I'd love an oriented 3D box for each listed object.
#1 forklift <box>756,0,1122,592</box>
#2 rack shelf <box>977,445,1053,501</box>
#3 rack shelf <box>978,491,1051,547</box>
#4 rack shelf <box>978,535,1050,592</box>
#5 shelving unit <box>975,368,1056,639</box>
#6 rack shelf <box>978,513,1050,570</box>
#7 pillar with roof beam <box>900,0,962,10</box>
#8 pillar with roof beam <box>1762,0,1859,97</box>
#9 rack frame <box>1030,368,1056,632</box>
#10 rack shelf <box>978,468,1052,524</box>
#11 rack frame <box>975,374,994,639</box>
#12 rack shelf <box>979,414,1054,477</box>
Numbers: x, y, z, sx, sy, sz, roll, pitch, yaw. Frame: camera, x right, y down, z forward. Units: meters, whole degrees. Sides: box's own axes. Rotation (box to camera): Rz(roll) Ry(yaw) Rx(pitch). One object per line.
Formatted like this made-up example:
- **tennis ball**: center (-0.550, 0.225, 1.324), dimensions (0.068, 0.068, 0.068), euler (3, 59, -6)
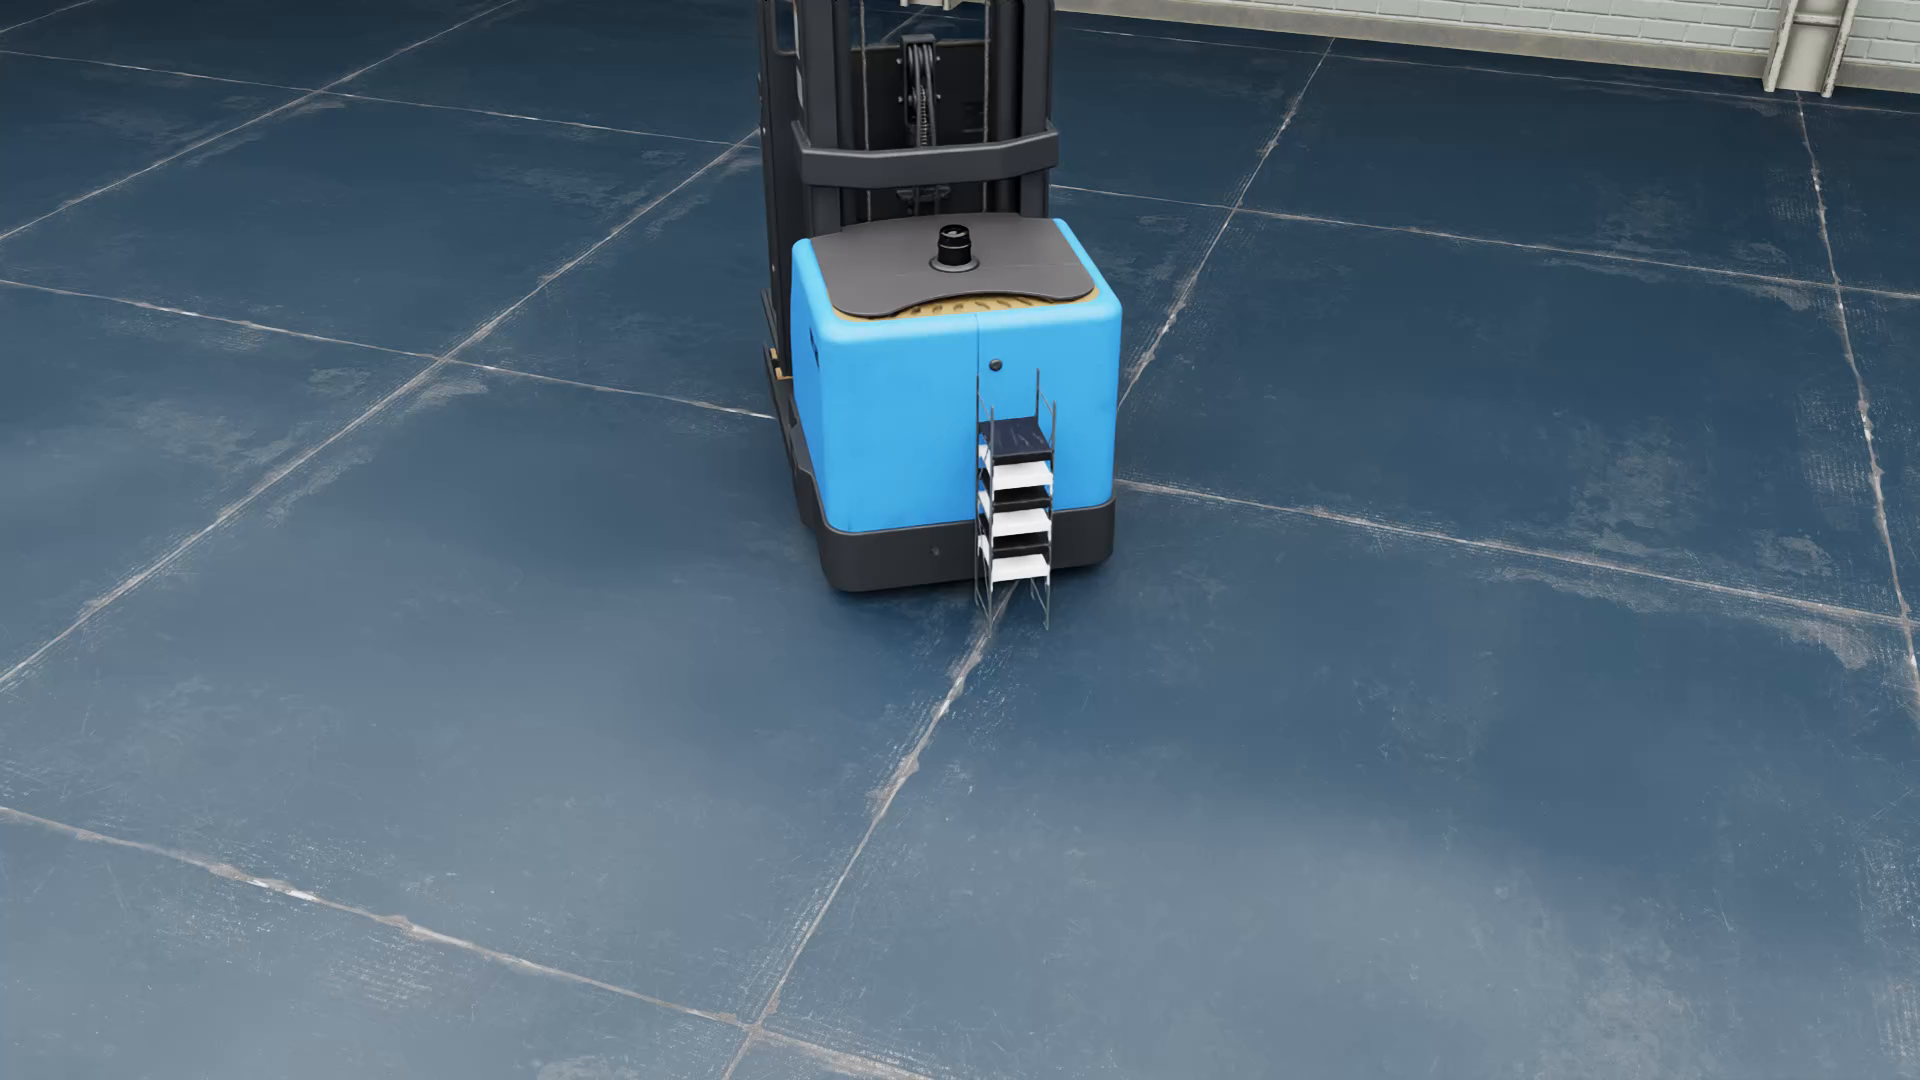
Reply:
- **forklift**: center (-0.246, -1.839, 6.396), dimensions (1.130, 2.935, 3.031), euler (-6, 33, -10)
- **rack shelf**: center (0.179, -0.236, 5.515), dimensions (0.200, 0.077, 0.258), euler (-6, 33, -10)
- **rack shelf**: center (0.179, -0.085, 5.613), dimensions (0.200, 0.077, 0.258), euler (-6, 33, -10)
- **rack shelf**: center (0.179, 0.067, 5.710), dimensions (0.200, 0.077, 0.258), euler (-6, 33, -10)
- **shelving unit**: center (0.179, -0.113, 5.595), dimensions (0.210, 0.900, 0.258), euler (-6, 33, -10)
- **rack shelf**: center (0.179, -0.009, 5.662), dimensions (0.200, 0.077, 0.258), euler (-6, 33, -10)
- **pillar with roof beam**: center (-1.664, -5.625, 6.665), dimensions (0.400, 9.000, 9.100), euler (11, 34, 16)
- **pillar with roof beam**: center (3.984, -4.527, 4.965), dimensions (0.400, 9.000, 9.100), euler (11, 34, 16)
- **rack frame**: center (0.279, -0.124, 5.612), dimensions (0.006, 0.900, 0.240), euler (-6, 33, -10)
- **rack shelf**: center (0.179, -0.160, 5.564), dimensions (0.200, 0.077, 0.258), euler (-6, 33, -10)
- **rack frame**: center (0.080, -0.101, 5.577), dimensions (0.006, 0.900, 0.240), euler (-6, 33, -10)
- **rack shelf**: center (0.179, -0.311, 5.466), dimensions (0.200, 0.077, 0.258), euler (-6, 33, -10)
